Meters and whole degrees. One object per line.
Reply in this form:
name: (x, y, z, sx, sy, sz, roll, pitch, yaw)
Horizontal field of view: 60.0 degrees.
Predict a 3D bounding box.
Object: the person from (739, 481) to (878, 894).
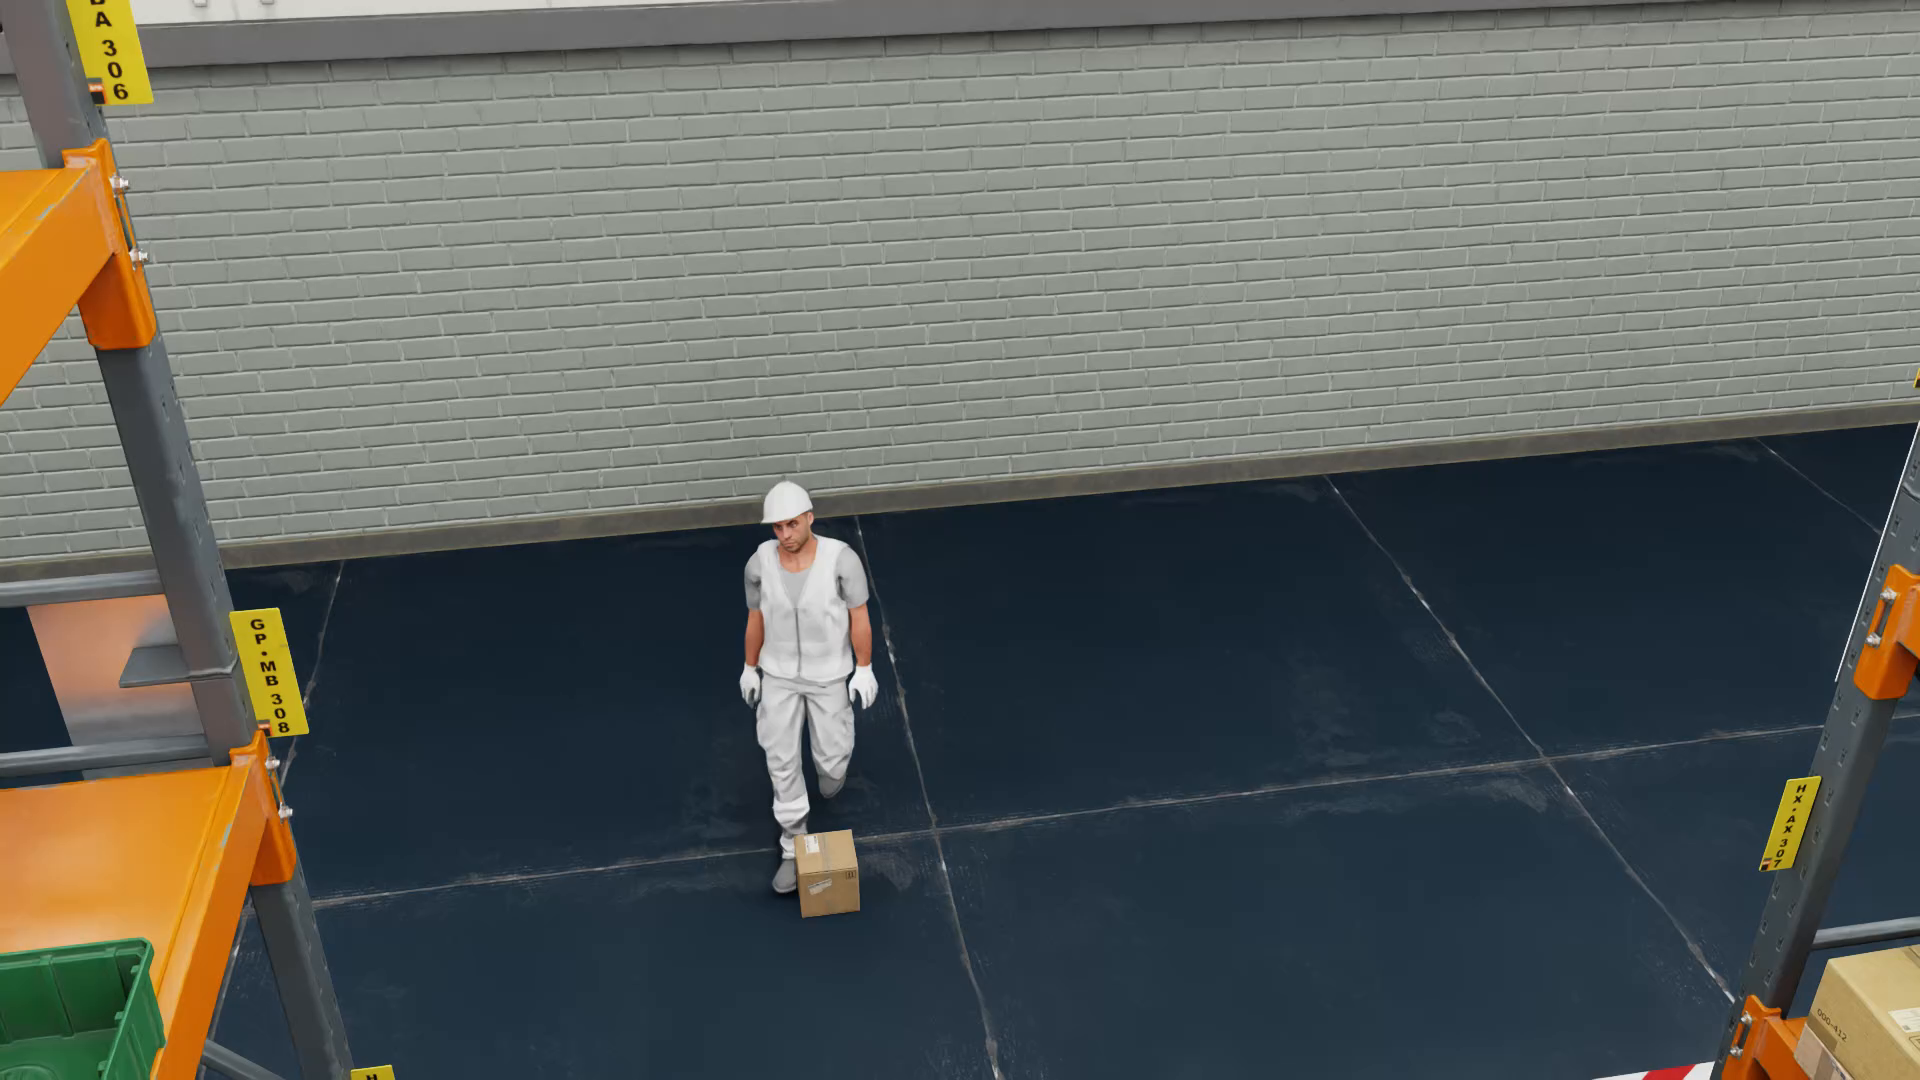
person: (-0.676, 0.617, 7.128, 0.626, 1.722, 0.853, 3, 31, 5)
